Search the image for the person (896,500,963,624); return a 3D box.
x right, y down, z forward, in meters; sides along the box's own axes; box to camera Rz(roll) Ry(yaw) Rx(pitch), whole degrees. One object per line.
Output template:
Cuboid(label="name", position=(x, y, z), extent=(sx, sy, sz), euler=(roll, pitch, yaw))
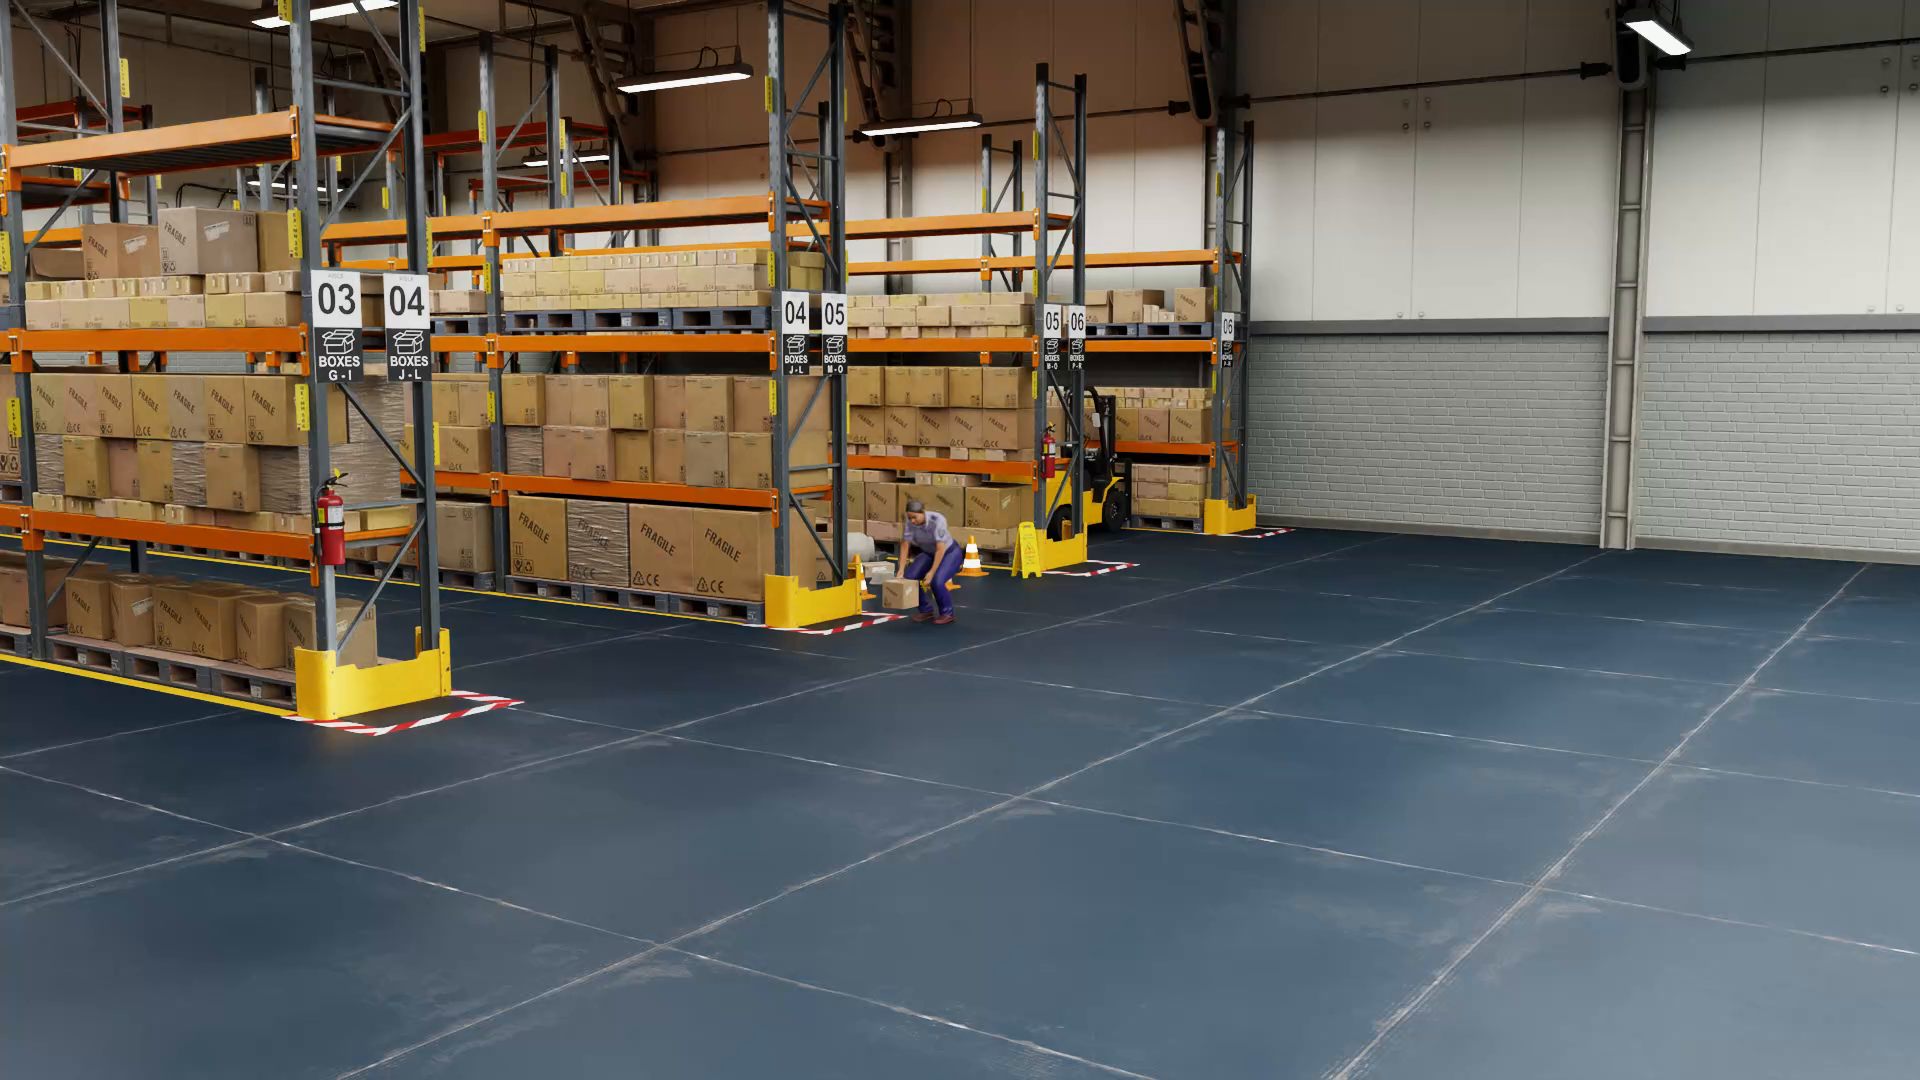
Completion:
Cuboid(label="person", position=(-0.274, 0.199, 16.210), extent=(0.540, 1.230, 0.727), euler=(5, 8, 39))
